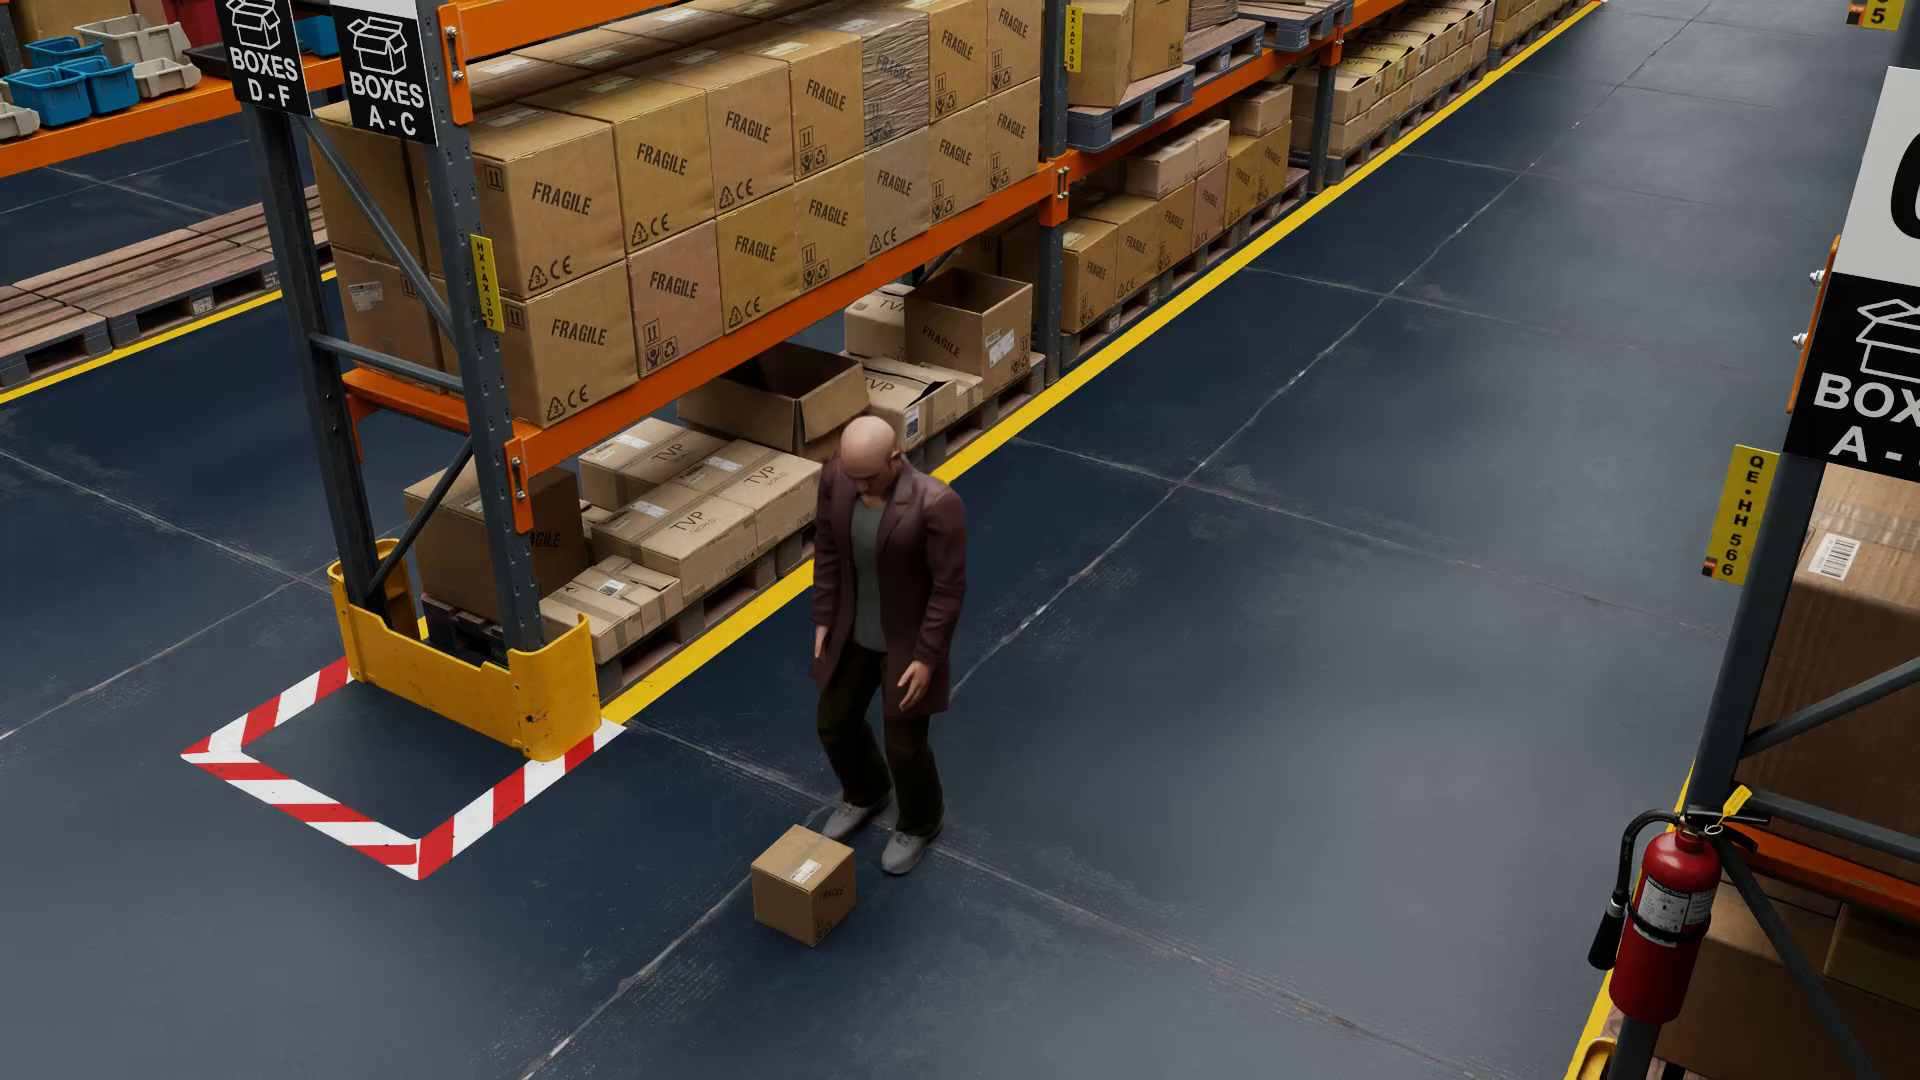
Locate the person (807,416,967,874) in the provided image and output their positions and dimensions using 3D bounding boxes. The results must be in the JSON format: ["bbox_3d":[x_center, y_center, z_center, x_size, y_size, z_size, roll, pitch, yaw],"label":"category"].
[{"bbox_3d":[-0.245,0.337,5.631,0.591,1.721,0.432,18,35,29],"label":"person"}]
